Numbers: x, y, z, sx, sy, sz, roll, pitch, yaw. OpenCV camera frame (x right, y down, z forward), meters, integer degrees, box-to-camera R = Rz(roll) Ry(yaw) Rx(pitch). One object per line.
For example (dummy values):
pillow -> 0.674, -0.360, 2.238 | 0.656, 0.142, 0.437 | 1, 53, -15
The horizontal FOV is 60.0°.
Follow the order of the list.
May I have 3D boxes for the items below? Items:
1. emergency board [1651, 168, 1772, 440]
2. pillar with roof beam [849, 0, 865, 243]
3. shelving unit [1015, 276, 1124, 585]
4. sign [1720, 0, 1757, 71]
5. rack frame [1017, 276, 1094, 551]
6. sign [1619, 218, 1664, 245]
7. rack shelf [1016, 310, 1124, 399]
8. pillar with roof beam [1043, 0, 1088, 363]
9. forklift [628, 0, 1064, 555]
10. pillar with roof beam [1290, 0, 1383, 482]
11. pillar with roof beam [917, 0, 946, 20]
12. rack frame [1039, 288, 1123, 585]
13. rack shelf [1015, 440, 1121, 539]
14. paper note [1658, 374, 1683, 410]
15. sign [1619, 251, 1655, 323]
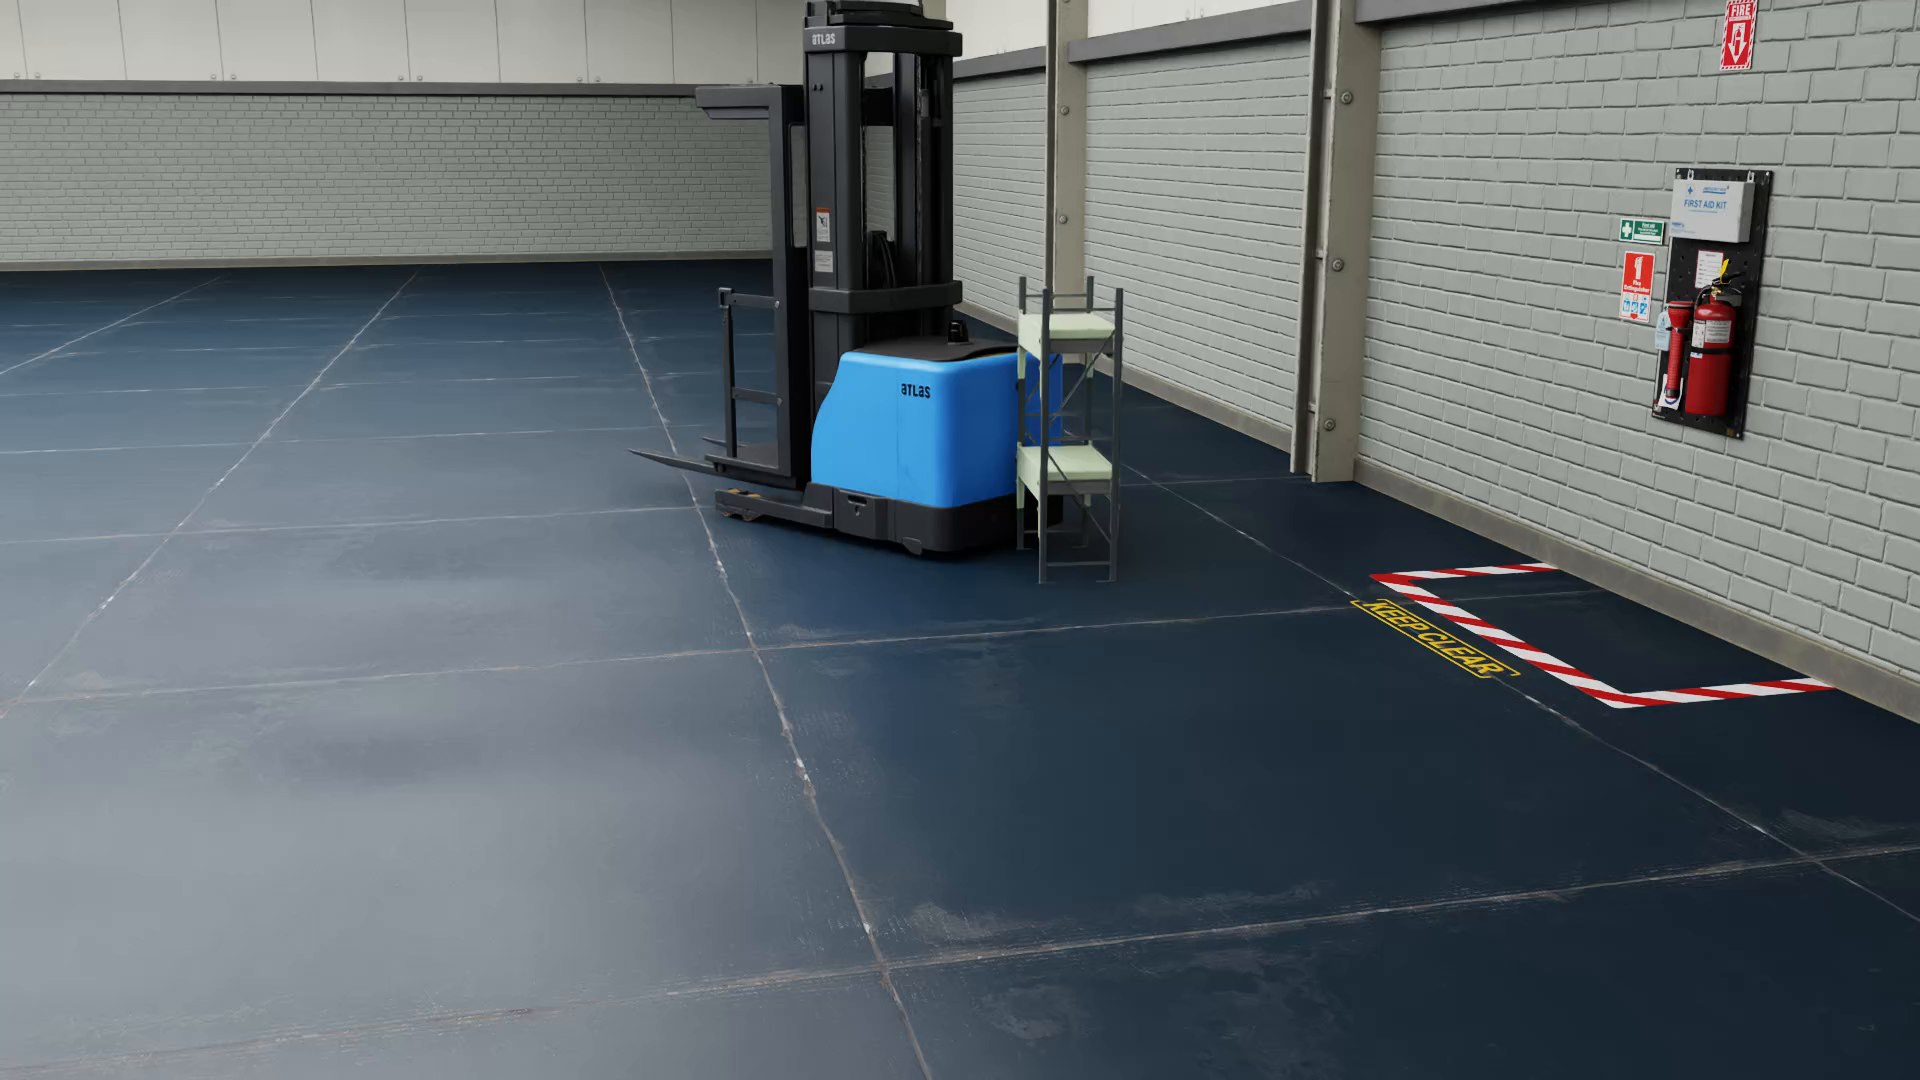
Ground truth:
emergency board -> 3.314, -1.080, 7.527 | 0.194, 1.169, 0.643 | -3, 14, -13
pillar with roof beam -> -5.964, -8.719, 26.153 | 9.100, 9.000, 0.400 | -3, 14, -13
shelving unit -> 0.559, -0.592, 8.690 | 0.431, 1.500, 0.755 | -2, 14, -7
sign -> 3.409, -2.214, 7.283 | 0.001, 0.298, 0.199 | -3, 14, -13
rack frame -> 0.515, -0.678, 9.043 | 0.400, 1.500, 0.023 | -2, 14, -7
sign -> 3.277, -1.487, 8.000 | 0.001, 0.109, 0.331 | -3, 14, -13
rack shelf -> 0.559, -0.971, 8.597 | 0.431, 0.370, 0.720 | -2, 14, -7
pillar with roof beam -> -3.146, -5.950, 14.822 | 9.100, 9.000, 0.400 | -3, 14, -13
forklift -> -0.834, -1.614, 9.856 | 3.031, 2.935, 1.130 | 12, 18, 41
pillar with roof beam -> -1.737, -4.566, 9.157 | 9.100, 9.000, 0.400 | -3, 14, -13
pillar with roof beam -> -4.555, -7.335, 20.488 | 9.100, 9.000, 0.400 | -3, 14, -13
rack frame -> 0.603, -0.506, 8.337 | 0.400, 1.500, 0.023 | -2, 14, -7
rack shelf -> 0.559, -0.275, 8.767 | 0.431, 0.370, 0.720 | -2, 14, -7
paper note -> 3.339, -0.697, 7.815 | 0.016, 0.148, 0.142 | -3, 14, -13
sign -> 3.284, -1.231, 8.069 | 0.001, 0.329, 0.234 | -3, 14, -13
